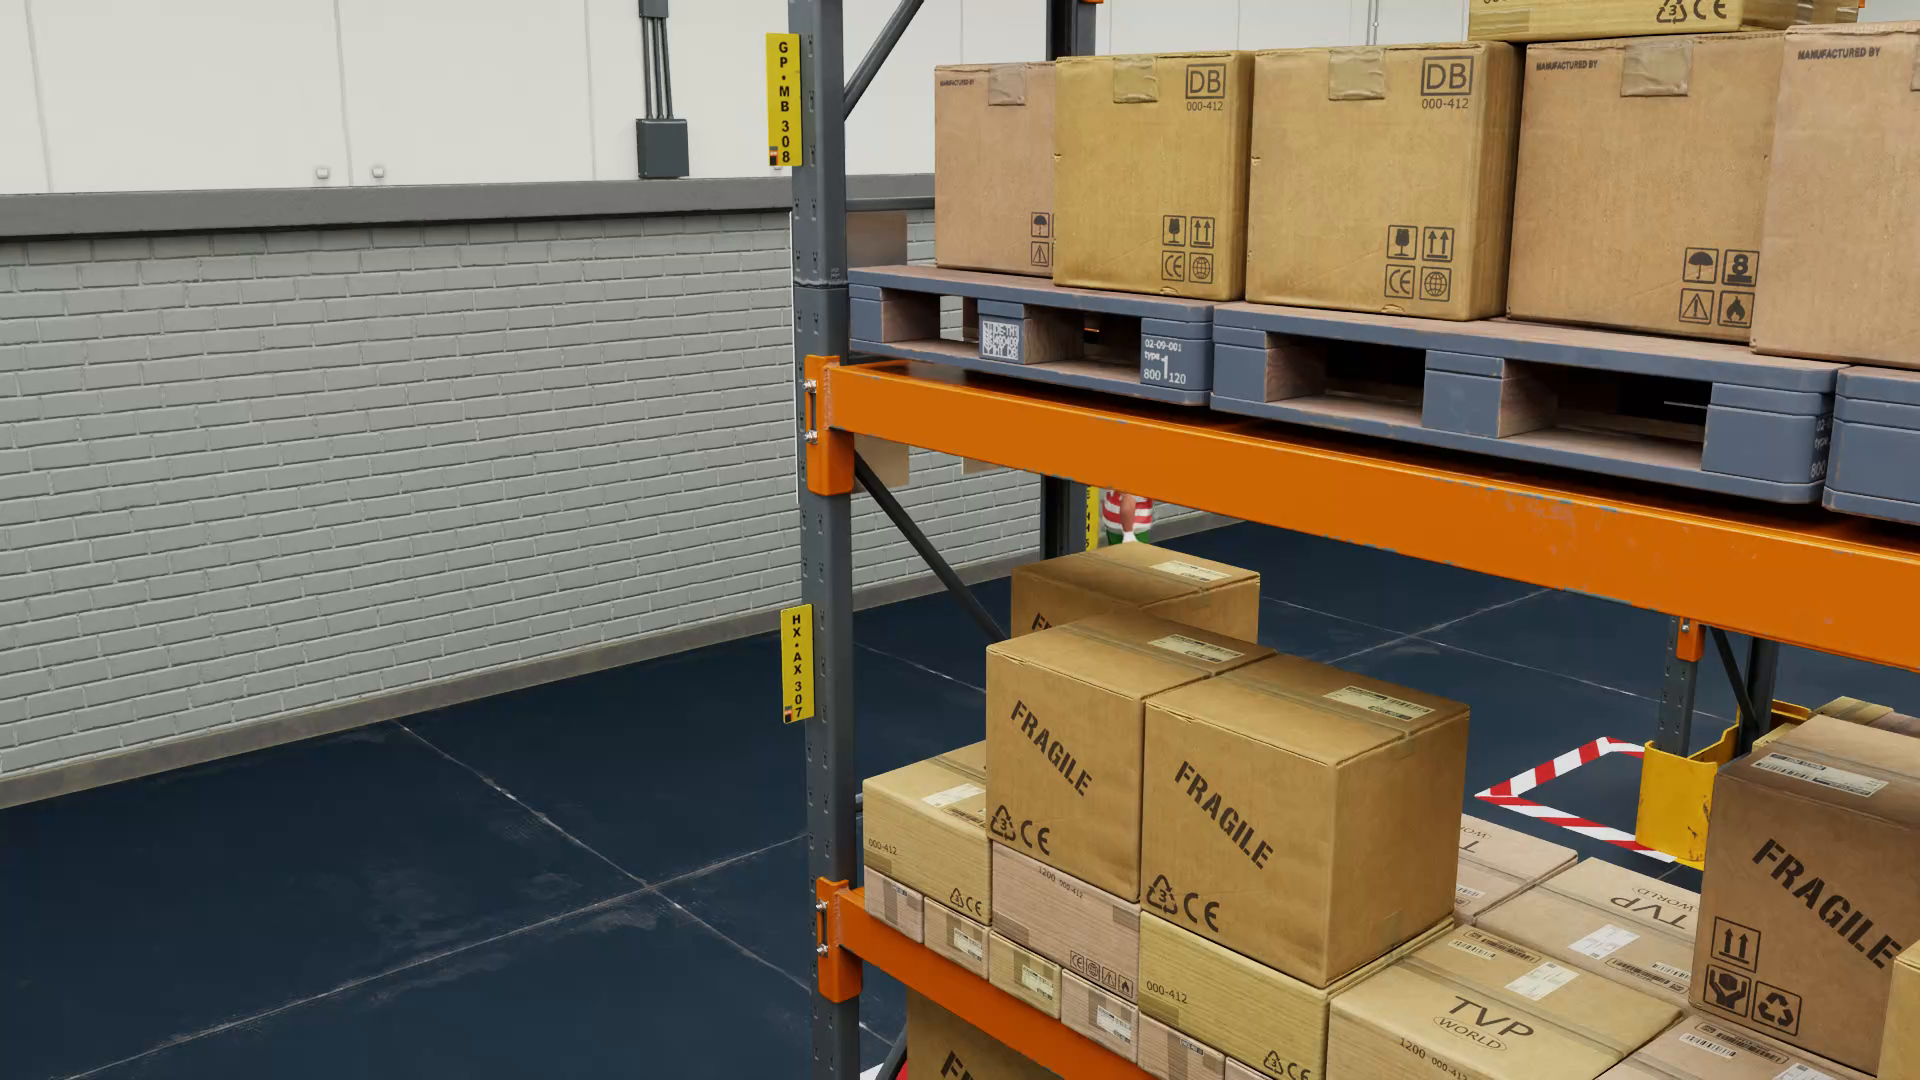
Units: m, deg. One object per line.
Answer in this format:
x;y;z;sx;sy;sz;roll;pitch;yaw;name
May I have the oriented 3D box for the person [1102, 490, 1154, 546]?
1.018;-0.082;10.787;0.578;1.778;0.579;-1;14;-3;person
